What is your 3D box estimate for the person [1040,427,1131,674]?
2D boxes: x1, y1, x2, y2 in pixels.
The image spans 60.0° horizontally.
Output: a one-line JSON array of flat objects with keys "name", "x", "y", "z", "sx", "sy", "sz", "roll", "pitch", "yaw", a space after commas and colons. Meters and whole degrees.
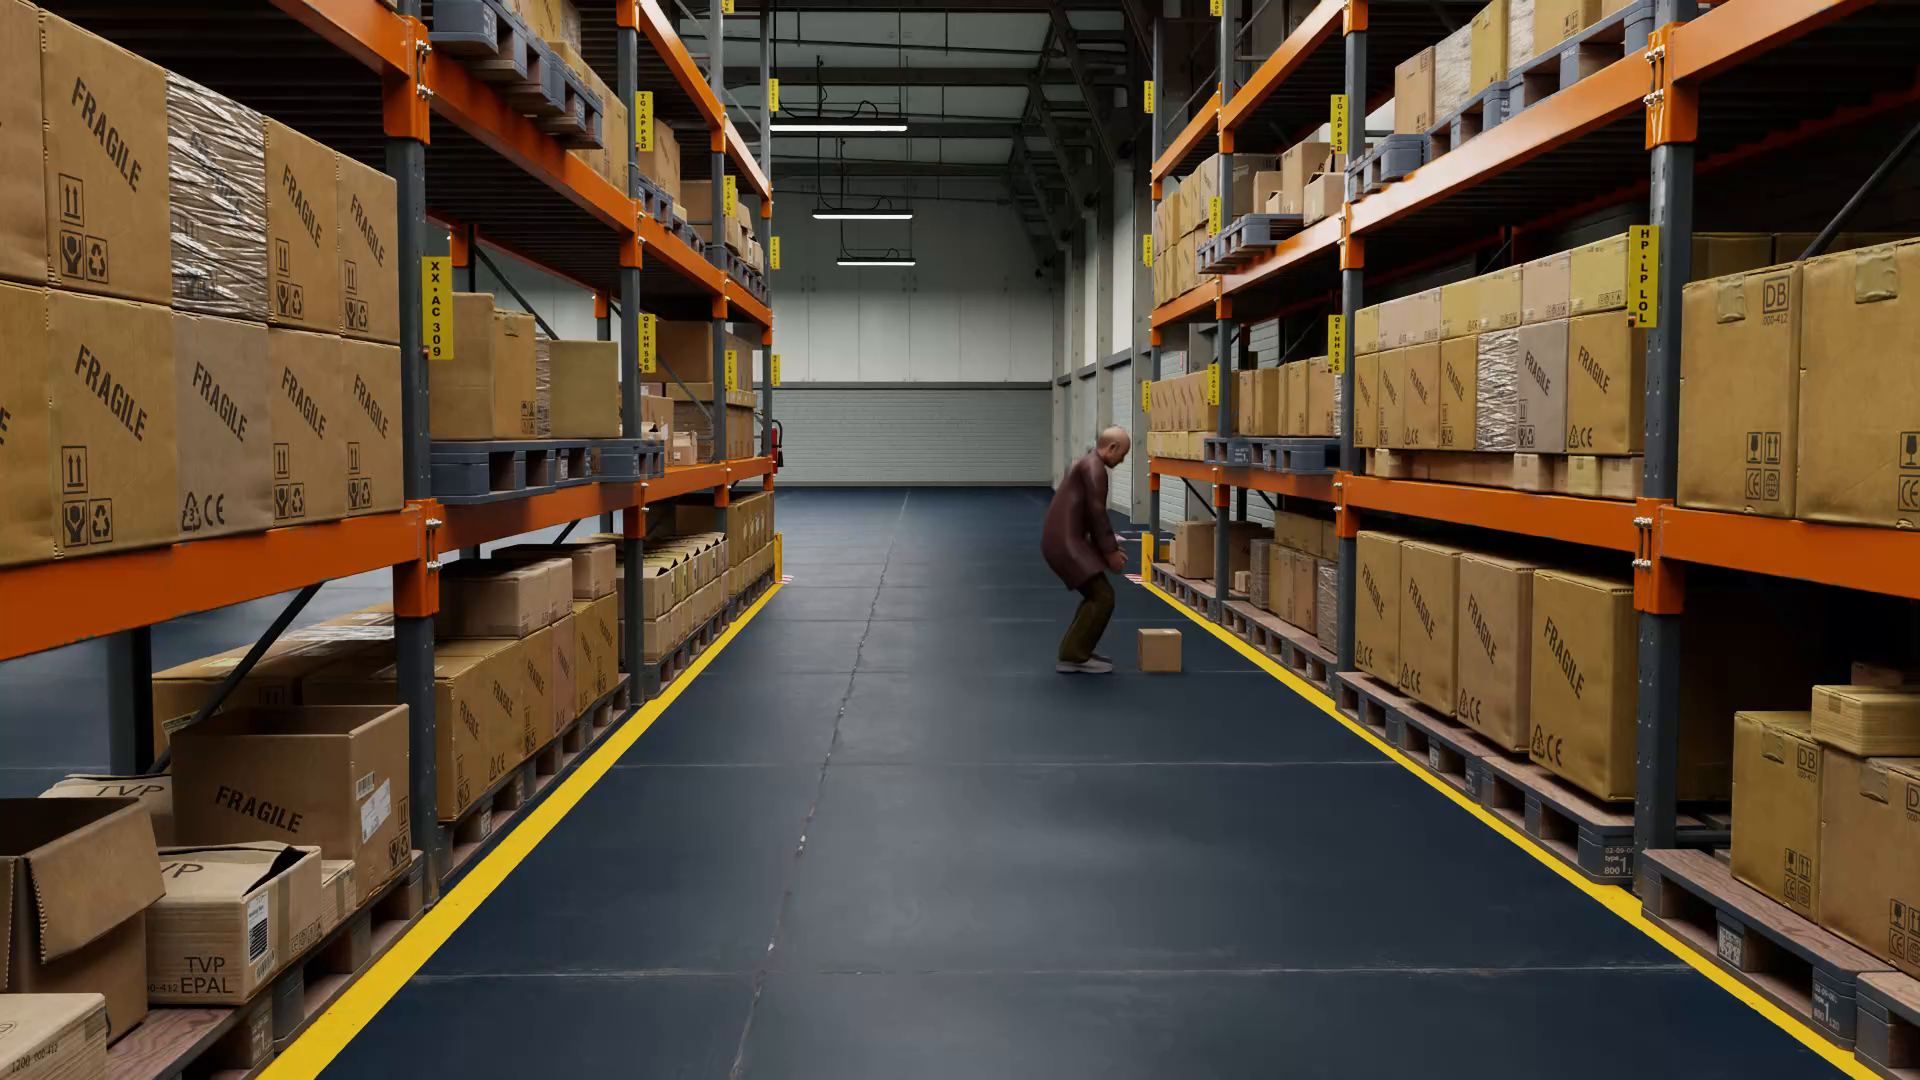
[{"name": "person", "x": 0.816, "y": 0.063, "z": 10.849, "sx": 0.588, "sy": 1.577, "sz": 0.623, "roll": 0, "pitch": 4, "yaw": -1}]
